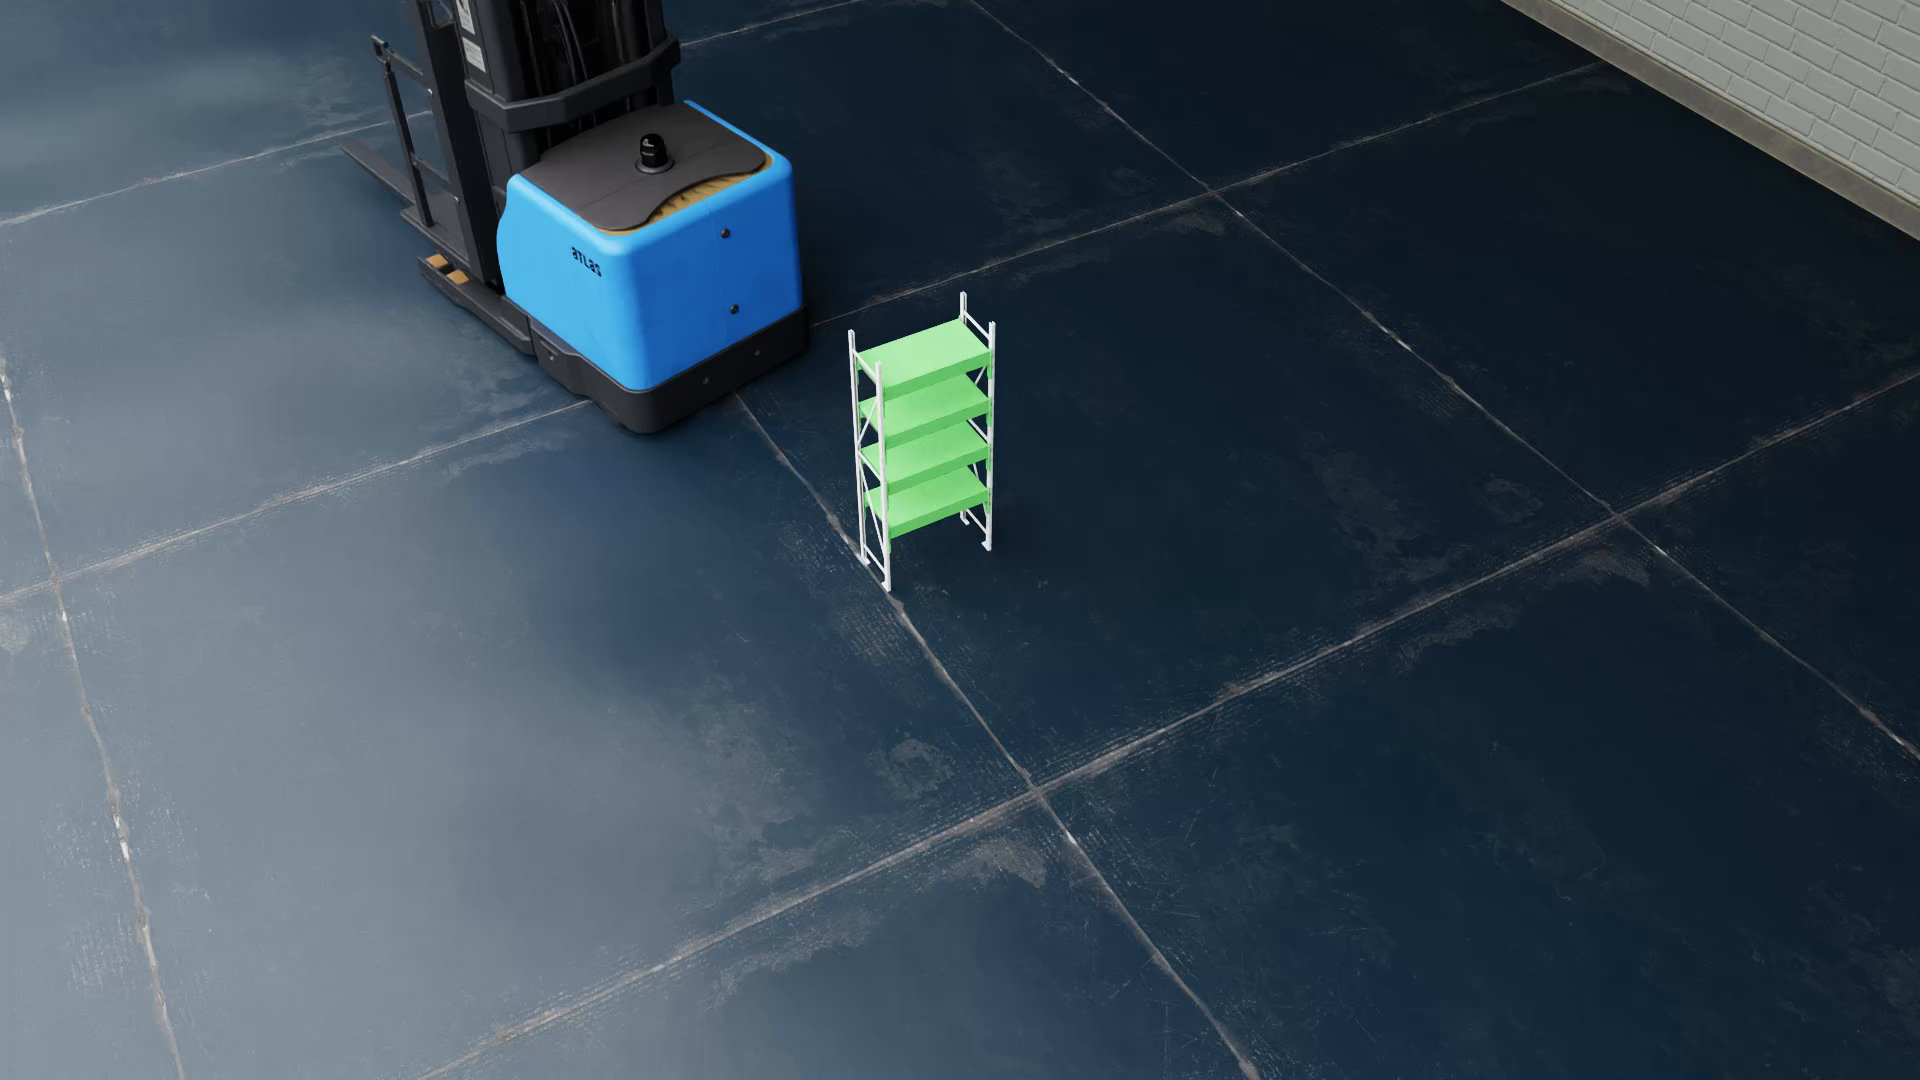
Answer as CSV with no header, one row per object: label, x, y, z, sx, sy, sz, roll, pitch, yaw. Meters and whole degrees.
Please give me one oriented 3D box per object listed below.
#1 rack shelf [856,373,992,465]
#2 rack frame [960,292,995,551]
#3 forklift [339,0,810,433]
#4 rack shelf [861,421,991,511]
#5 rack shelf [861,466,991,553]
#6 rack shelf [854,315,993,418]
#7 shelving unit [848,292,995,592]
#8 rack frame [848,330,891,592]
rack shelf,-0.144,-0.500,6.580,0.480,0.148,0.258,-22,48,-21
rack frame,0.068,-0.458,6.790,0.015,1.200,0.240,-22,48,-21
forklift,-2.110,-2.468,7.618,1.130,2.935,3.031,-34,53,-30
rack shelf,-0.144,-0.327,6.747,0.480,0.148,0.258,-22,48,-21
rack shelf,-0.144,-0.155,6.914,0.480,0.148,0.258,-22,48,-21
rack shelf,-0.144,-0.672,6.413,0.480,0.148,0.258,-22,48,-21
shelving unit,-0.144,-0.373,6.702,0.503,1.200,0.258,-22,48,-21
rack frame,-0.355,-0.288,6.615,0.015,1.200,0.240,-22,48,-21
